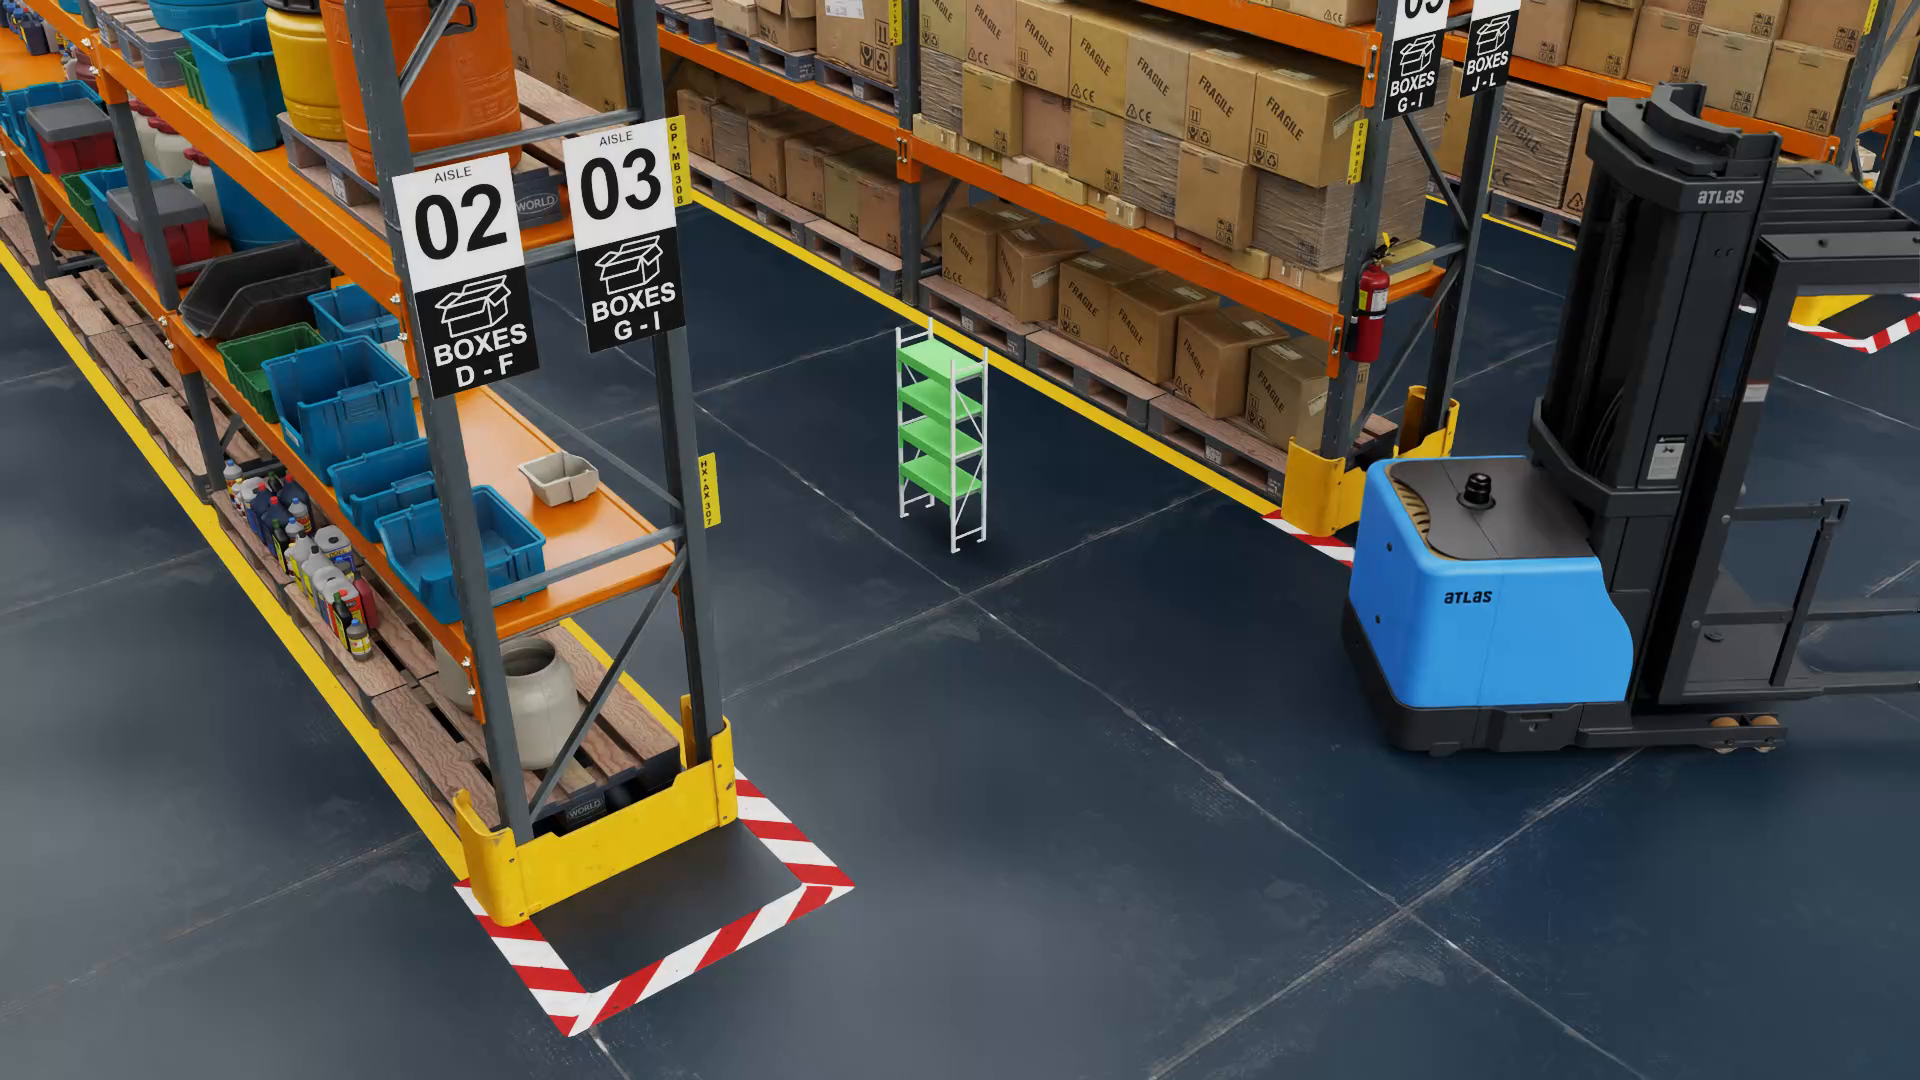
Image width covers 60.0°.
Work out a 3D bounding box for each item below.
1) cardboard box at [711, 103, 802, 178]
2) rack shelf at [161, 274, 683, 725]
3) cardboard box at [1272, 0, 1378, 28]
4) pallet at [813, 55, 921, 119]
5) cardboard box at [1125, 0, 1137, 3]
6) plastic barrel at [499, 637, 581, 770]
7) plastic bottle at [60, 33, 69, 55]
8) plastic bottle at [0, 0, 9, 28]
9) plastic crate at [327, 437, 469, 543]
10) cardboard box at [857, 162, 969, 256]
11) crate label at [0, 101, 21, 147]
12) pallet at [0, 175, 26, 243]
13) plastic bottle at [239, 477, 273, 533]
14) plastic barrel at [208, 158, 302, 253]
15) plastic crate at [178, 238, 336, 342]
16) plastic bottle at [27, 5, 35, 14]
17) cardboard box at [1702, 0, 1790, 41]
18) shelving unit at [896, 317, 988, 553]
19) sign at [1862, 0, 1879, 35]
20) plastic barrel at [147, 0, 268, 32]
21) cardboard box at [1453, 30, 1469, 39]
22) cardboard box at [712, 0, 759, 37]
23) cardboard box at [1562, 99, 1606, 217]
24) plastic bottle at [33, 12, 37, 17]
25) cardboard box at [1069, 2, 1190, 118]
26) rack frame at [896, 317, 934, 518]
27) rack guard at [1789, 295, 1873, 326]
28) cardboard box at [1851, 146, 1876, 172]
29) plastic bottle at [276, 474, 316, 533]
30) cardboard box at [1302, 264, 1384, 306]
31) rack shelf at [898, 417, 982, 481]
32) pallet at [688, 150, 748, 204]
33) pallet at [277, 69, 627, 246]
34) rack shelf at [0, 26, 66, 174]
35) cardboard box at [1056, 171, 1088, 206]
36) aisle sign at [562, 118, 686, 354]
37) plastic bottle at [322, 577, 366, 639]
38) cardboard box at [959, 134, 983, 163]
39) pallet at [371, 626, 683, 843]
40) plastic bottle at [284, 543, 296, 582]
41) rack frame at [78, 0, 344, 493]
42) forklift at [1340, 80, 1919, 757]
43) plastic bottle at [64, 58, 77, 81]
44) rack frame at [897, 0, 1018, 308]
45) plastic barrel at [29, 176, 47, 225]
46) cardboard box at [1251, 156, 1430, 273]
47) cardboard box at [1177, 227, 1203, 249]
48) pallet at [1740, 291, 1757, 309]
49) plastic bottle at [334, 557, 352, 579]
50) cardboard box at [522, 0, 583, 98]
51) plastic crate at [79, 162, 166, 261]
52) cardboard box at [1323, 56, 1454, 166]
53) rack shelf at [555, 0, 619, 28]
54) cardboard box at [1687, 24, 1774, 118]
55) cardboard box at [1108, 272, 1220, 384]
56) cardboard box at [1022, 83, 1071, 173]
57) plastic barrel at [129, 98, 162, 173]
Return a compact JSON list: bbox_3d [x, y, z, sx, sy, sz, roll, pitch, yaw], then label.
[{"bbox_3d":[-1.672,-3.462,14.160,0.700,0.500,0.500,-26,40,-35],"label":"cardboard box"},{"bbox_3d":[-2.682,-0.428,8.005,1.077,0.370,4.000,-22,38,-31],"label":"rack shelf"},{"bbox_3d":[1.961,-2.832,8.493,0.500,0.250,0.500,-21,38,-30],"label":"cardboard box"},{"bbox_3d":[-0.350,-3.454,12.377,1.003,0.211,1.213,-22,38,-31],"label":"pallet"},{"bbox_3d":[1.111,-3.248,10.539,0.500,0.500,0.500,-22,38,-31],"label":"cardboard box"},{"bbox_3d":[-1.920,0.729,7.420,0.421,0.512,0.421,0,32,0],"label":"plastic barrel"},{"bbox_3d":[-6.988,-3.907,13.046,0.097,0.271,0.097,0,32,0],"label":"plastic bottle"},{"bbox_3d":[-7.993,-4.480,13.893,0.144,0.351,0.185,-22,38,-31],"label":"plastic bottle"},{"bbox_3d":[-2.393,-0.221,7.131,0.499,0.251,0.408,-22,38,-31],"label":"plastic crate"},{"bbox_3d":[-0.356,-2.558,12.704,0.700,0.500,0.500,-26,40,-35],"label":"cardboard box"},{"bbox_3d":[-6.399,-2.866,11.408,0.303,0.233,0.416,-22,38,-31],"label":"crate label"},{"bbox_3d":[-7.622,-2.873,13.902,1.003,0.211,1.213,-22,38,-31],"label":"pallet"},{"bbox_3d":[-3.839,-0.197,9.115,0.152,0.276,0.135,-21,37,-30],"label":"plastic bottle"},{"bbox_3d":[-3.906,-2.039,9.442,0.600,0.901,0.708,-22,38,-31],"label":"plastic barrel"},{"bbox_3d":[-3.688,-1.282,8.756,0.767,0.338,0.504,-22,38,-31],"label":"plastic crate"},{"bbox_3d":[-7.559,-4.274,13.633,0.152,0.276,0.135,-22,38,-31],"label":"plastic bottle"},{"bbox_3d":[5.830,-3.954,11.835,0.875,0.550,0.550,-22,38,-31],"label":"cardboard box"},{"bbox_3d":[-0.101,-0.579,9.271,0.258,1.200,0.503,-22,38,-31],"label":"shelving unit"},{"bbox_3d":[6.000,-3.488,10.928,0.100,0.325,0.005,-22,38,-31],"label":"sign"},{"bbox_3d":[-3.383,-2.783,7.399,0.600,0.901,0.708,-22,38,-31],"label":"plastic barrel"},{"bbox_3d":[4.575,-4.424,13.615,0.875,0.550,0.550,-22,38,-31],"label":"cardboard box"},{"bbox_3d":[-1.603,-4.179,13.106,0.500,0.250,0.500,-23,39,-33],"label":"cardboard box"},{"bbox_3d":[5.428,-2.968,13.029,0.875,0.875,0.875,-23,39,-32],"label":"cardboard box"},{"bbox_3d":[-7.433,-4.157,13.449,0.097,0.271,0.097,0,32,0],"label":"plastic bottle"},{"bbox_3d":[1.008,-2.872,9.934,0.500,0.500,0.500,-22,38,-31],"label":"cardboard box"},{"bbox_3d":[-0.251,-0.680,9.435,0.240,1.200,0.015,-22,38,-31],"label":"rack frame"},{"bbox_3d":[6.452,-1.993,12.213,1.175,0.500,0.348,-22,38,-31],"label":"rack guard"},{"bbox_3d":[7.886,-3.390,14.794,0.380,0.149,0.250,-4,32,-7],"label":"cardboard box"},{"bbox_3d":[-3.627,-0.205,9.057,0.144,0.351,0.185,-22,38,-31],"label":"plastic bottle"},{"bbox_3d":[2.119,-1.448,9.203,0.380,0.149,0.250,-22,38,-31],"label":"cardboard box"},{"bbox_3d":[-0.101,-0.524,9.305,0.258,0.148,0.480,-22,38,-31],"label":"rack shelf"},{"bbox_3d":[-1.971,-3.326,14.632,1.003,0.211,1.213,-22,38,-31],"label":"pallet"},{"bbox_3d":[-1.886,-1.471,6.338,1.003,0.211,1.213,-22,38,-31],"label":"pallet"},{"bbox_3d":[-7.588,-3.762,13.373,1.077,0.370,4.000,-22,38,-31],"label":"rack shelf"},{"bbox_3d":[0.829,-2.255,10.503,0.380,0.149,0.250,-22,38,-31],"label":"cardboard box"},{"bbox_3d":[-1.180,-1.069,5.892,0.394,0.787,0.004,-22,38,-31],"label":"aisle sign"},{"bbox_3d":[-3.061,0.332,8.263,0.152,0.276,0.135,-22,38,-31],"label":"plastic bottle"},{"bbox_3d":[0.216,-2.672,11.175,0.380,0.149,0.250,-22,38,-31],"label":"cardboard box"},{"bbox_3d":[-2.033,0.928,7.783,1.003,0.211,1.213,-22,38,-31],"label":"pallet"},{"bbox_3d":[-3.470,0.109,8.693,0.097,0.201,0.097,0,32,0],"label":"plastic bottle"},{"bbox_3d":[-3.908,-1.567,9.157,1.000,3.000,0.127,-22,38,-31],"label":"rack frame"},{"bbox_3d":[3.494,-0.520,7.536,3.031,2.935,1.130,-2,32,-3],"label":"forklift"},{"bbox_3d":[-6.491,-3.417,12.254,0.152,0.276,0.135,-22,38,-31],"label":"plastic bottle"},{"bbox_3d":[0.004,-3.170,11.737,1.000,3.000,0.127,-22,38,-31],"label":"rack frame"},{"bbox_3d":[-7.092,-2.761,13.039,0.421,0.512,0.421,0,32,0],"label":"plastic barrel"},{"bbox_3d":[2.141,-1.910,9.332,0.875,0.500,0.500,-22,38,-31],"label":"cardboard box"},{"bbox_3d":[1.511,-1.867,9.877,0.380,0.149,0.250,-22,38,-31],"label":"cardboard box"},{"bbox_3d":[5.885,-2.189,12.801,1.003,0.211,1.213,-22,38,-31],"label":"pallet"},{"bbox_3d":[-3.182,0.181,8.577,0.097,0.201,0.097,0,32,0],"label":"plastic bottle"},{"bbox_3d":[-3.396,-4.781,15.947,1.225,0.875,0.875,-22,38,-31],"label":"cardboard box"},{"bbox_3d":[-4.831,-1.920,9.740,0.392,0.384,0.575,-22,38,-31],"label":"plastic crate"},{"bbox_3d":[2.335,-2.414,9.196,0.500,0.500,0.500,-22,38,-31],"label":"cardboard box"},{"bbox_3d":[-3.675,-5.365,15.953,1.077,0.370,4.000,-22,38,-31],"label":"rack shelf"},{"bbox_3d":[5.819,-3.491,12.113,0.875,0.550,0.550,-22,38,-31],"label":"cardboard box"},{"bbox_3d":[1.325,-1.390,10.843,0.500,0.500,0.500,-19,36,-27],"label":"cardboard box"},{"bbox_3d":[0.896,-2.735,10.661,0.875,0.500,0.500,-22,38,-31],"label":"cardboard box"},{"bbox_3d":[-5.037,-2.581,10.660,0.433,0.535,0.433,0,32,0],"label":"plastic barrel"}]
